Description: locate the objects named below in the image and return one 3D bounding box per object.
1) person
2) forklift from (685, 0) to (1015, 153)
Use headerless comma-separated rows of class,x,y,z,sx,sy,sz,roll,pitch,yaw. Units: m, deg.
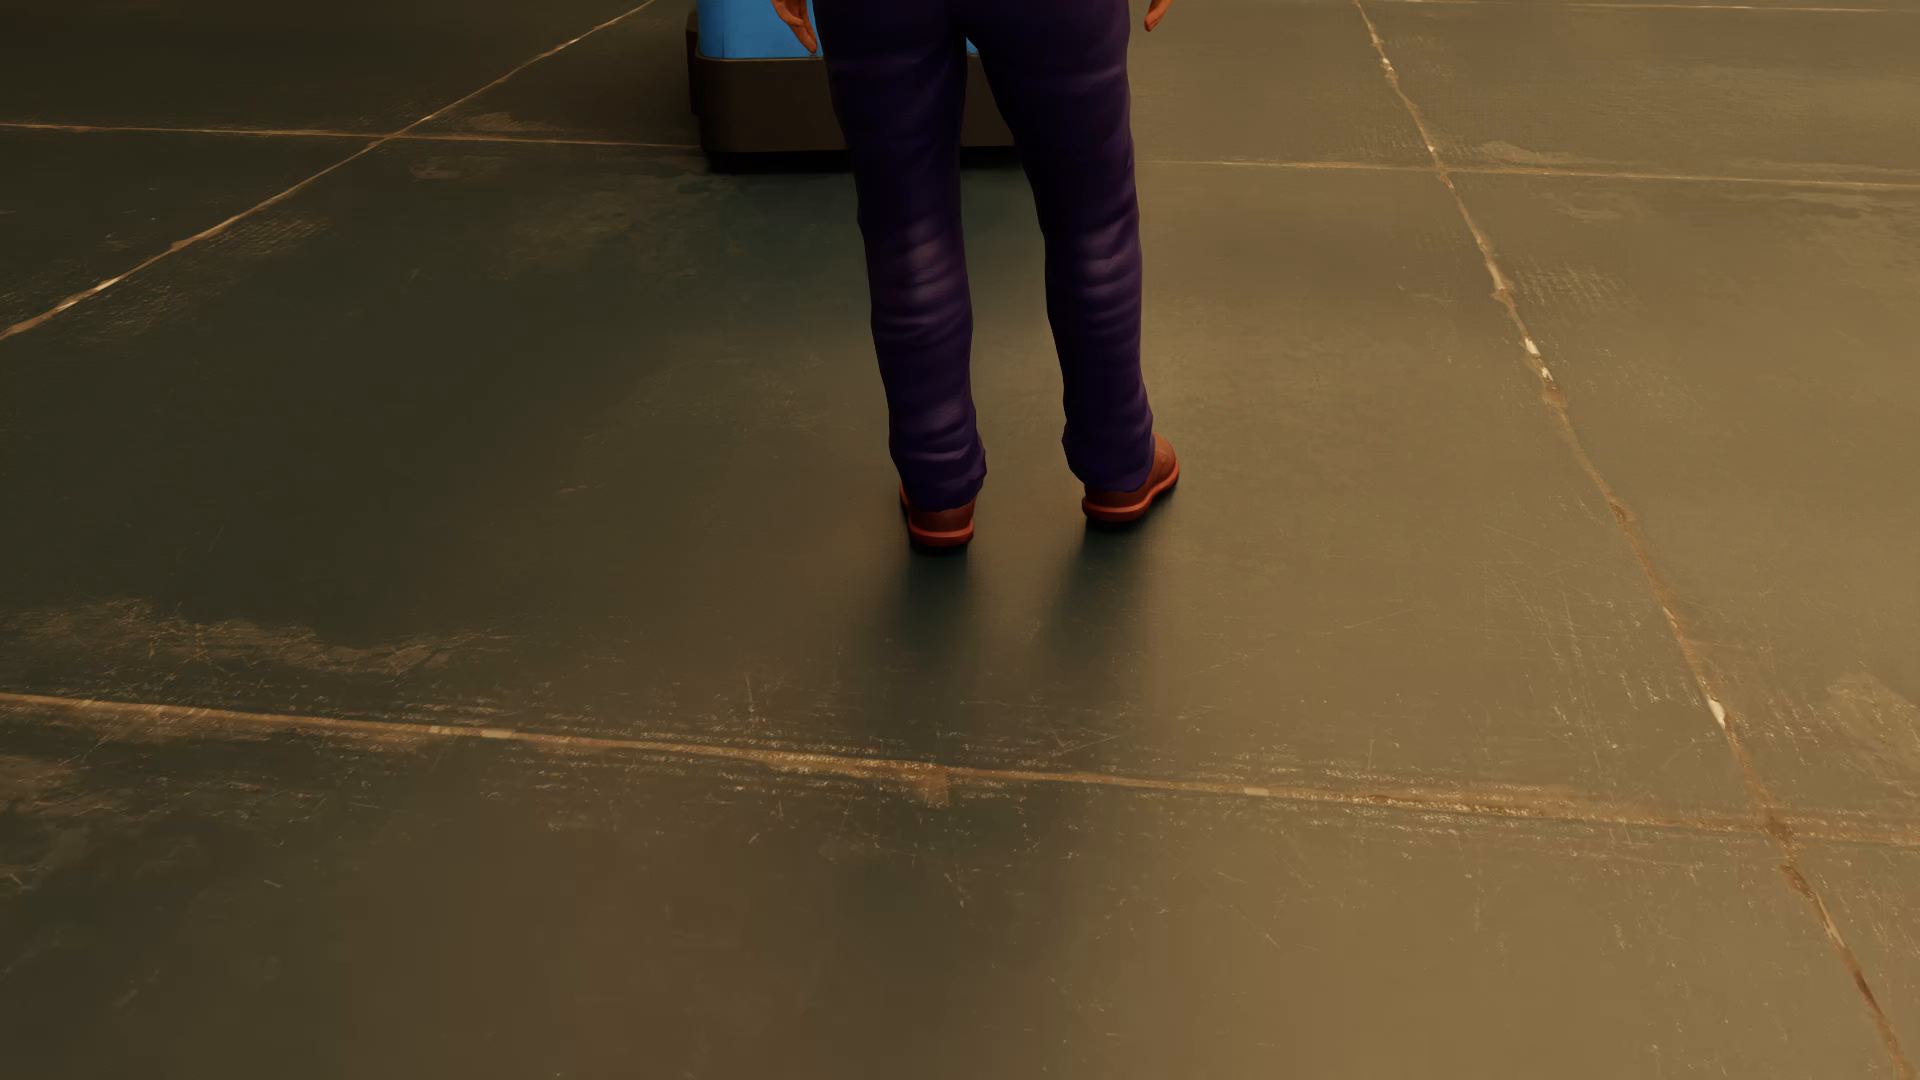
person,0.035,-0.783,2.205,0.598,1.651,0.503,3,27,7
forklift,-0.327,-2.959,5.148,1.130,2.935,3.031,-3,27,-6
